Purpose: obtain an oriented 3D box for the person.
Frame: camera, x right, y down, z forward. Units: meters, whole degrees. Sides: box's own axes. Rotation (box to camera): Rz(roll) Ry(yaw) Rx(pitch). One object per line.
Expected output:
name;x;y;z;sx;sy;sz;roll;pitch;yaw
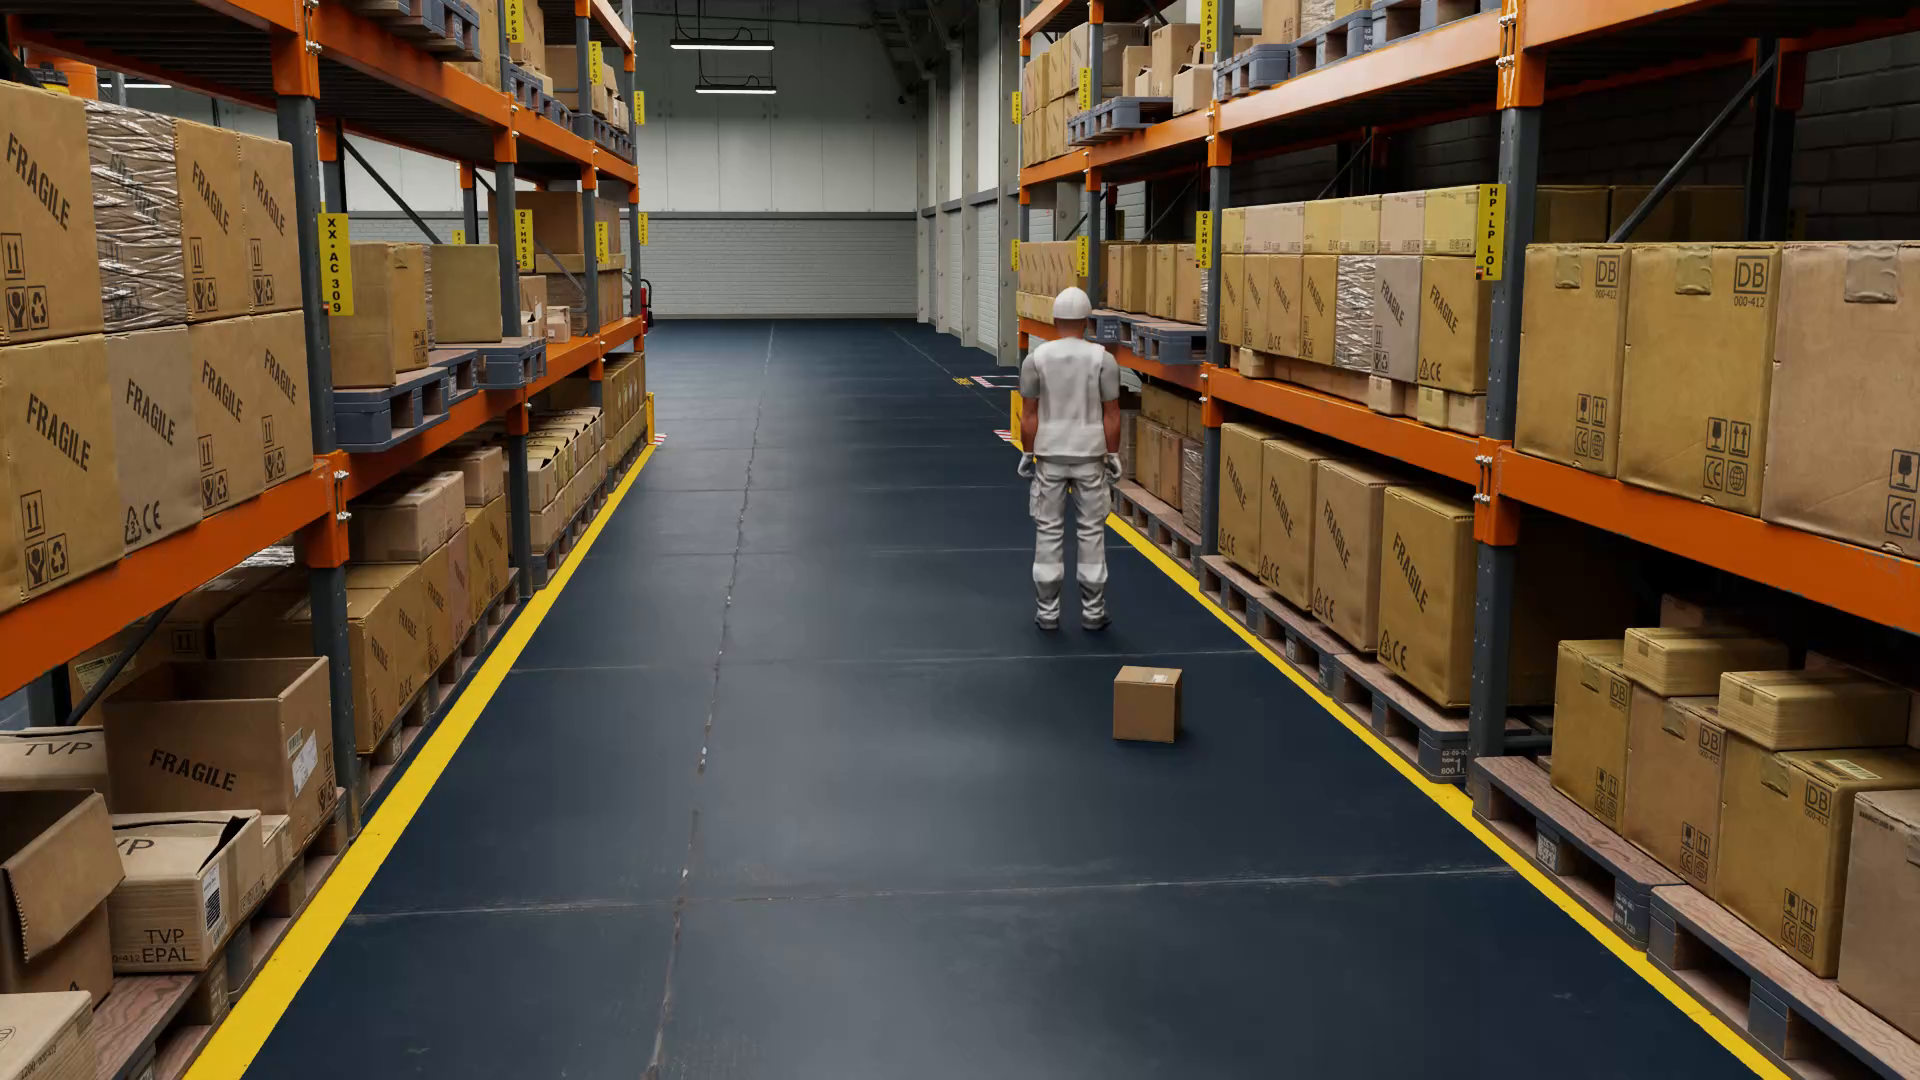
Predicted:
person;0.579;-0.422;8.733;0.544;1.796;0.357;1;10;6
